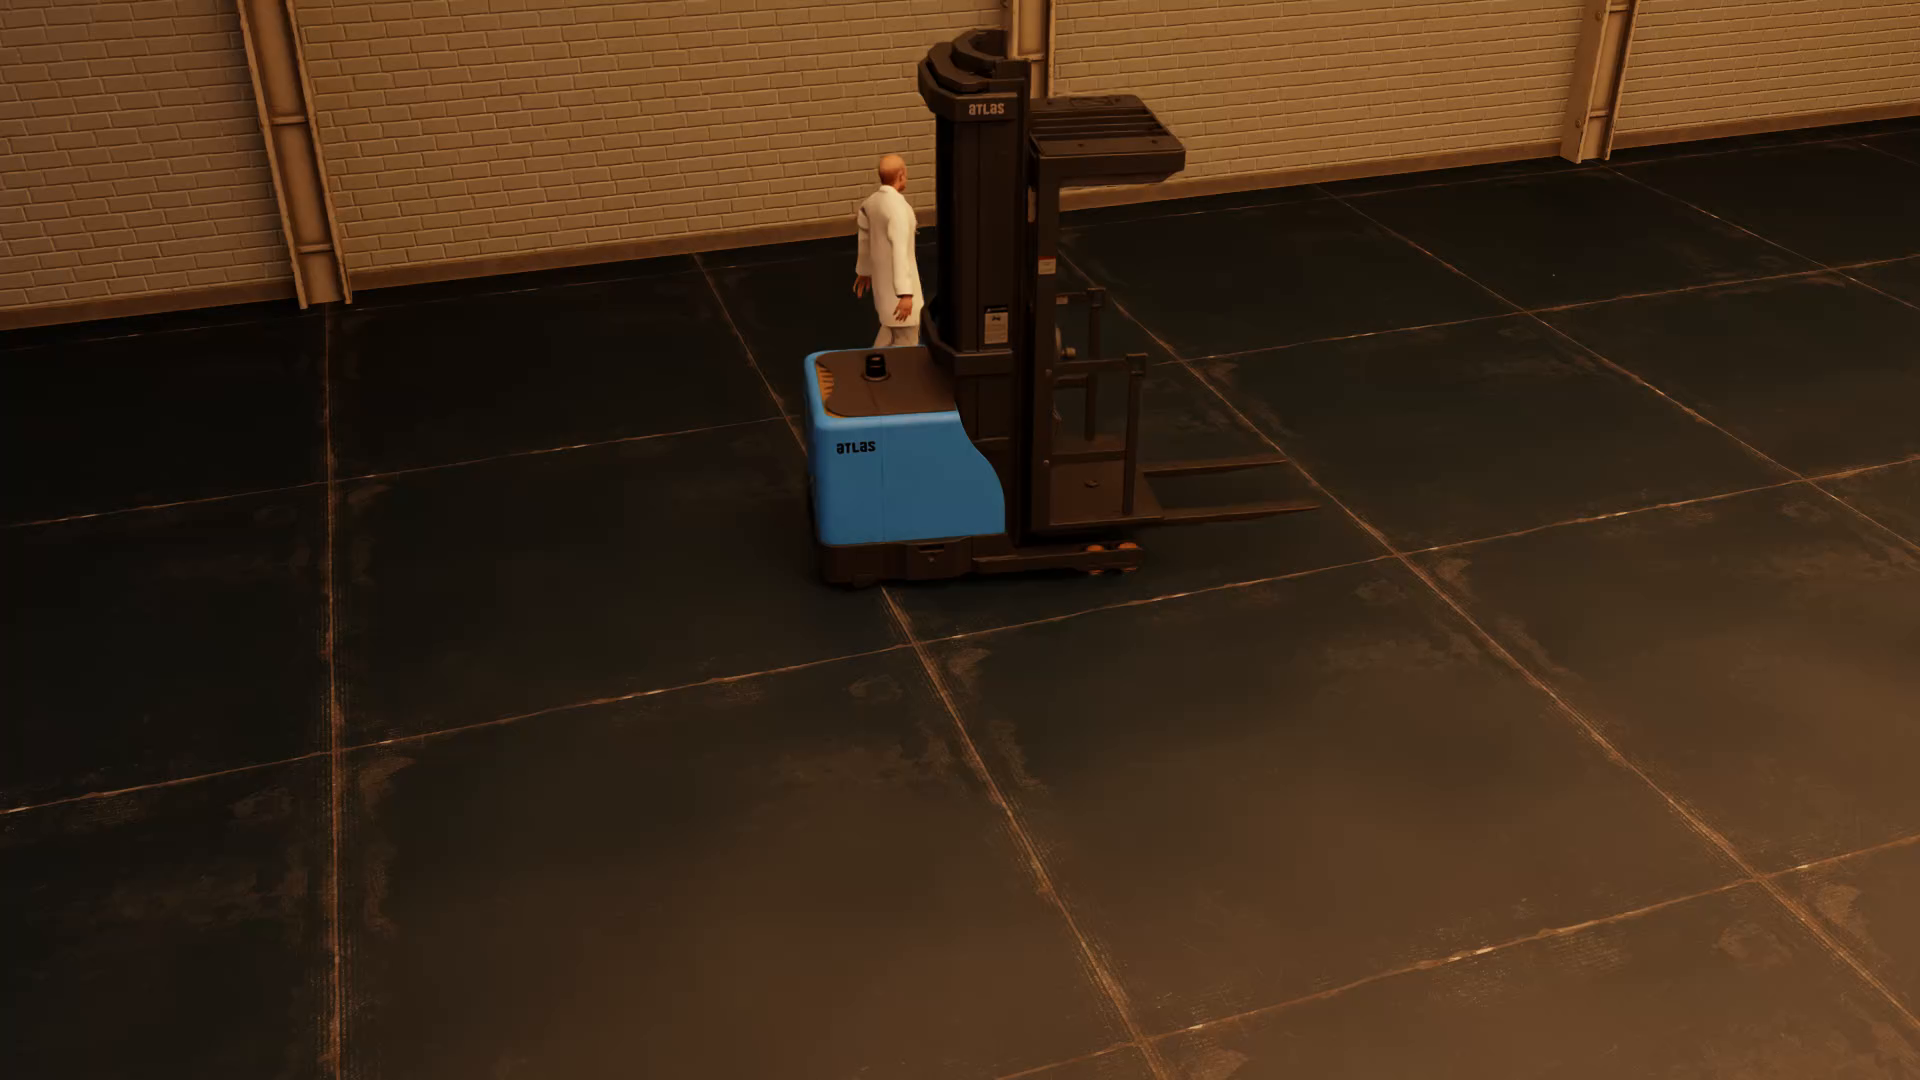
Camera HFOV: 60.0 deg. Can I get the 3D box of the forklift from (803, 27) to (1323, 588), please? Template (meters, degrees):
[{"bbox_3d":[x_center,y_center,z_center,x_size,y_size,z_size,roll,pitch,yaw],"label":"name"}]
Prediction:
[{"bbox_3d":[0.624,-1.329,9.396,3.031,2.935,1.130,-4,30,-8],"label":"forklift"}]

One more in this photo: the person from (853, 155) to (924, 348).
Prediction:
[{"bbox_3d":[-0.490,-1.726,11.364,0.551,1.760,0.919,-11,32,-19],"label":"person"}]
